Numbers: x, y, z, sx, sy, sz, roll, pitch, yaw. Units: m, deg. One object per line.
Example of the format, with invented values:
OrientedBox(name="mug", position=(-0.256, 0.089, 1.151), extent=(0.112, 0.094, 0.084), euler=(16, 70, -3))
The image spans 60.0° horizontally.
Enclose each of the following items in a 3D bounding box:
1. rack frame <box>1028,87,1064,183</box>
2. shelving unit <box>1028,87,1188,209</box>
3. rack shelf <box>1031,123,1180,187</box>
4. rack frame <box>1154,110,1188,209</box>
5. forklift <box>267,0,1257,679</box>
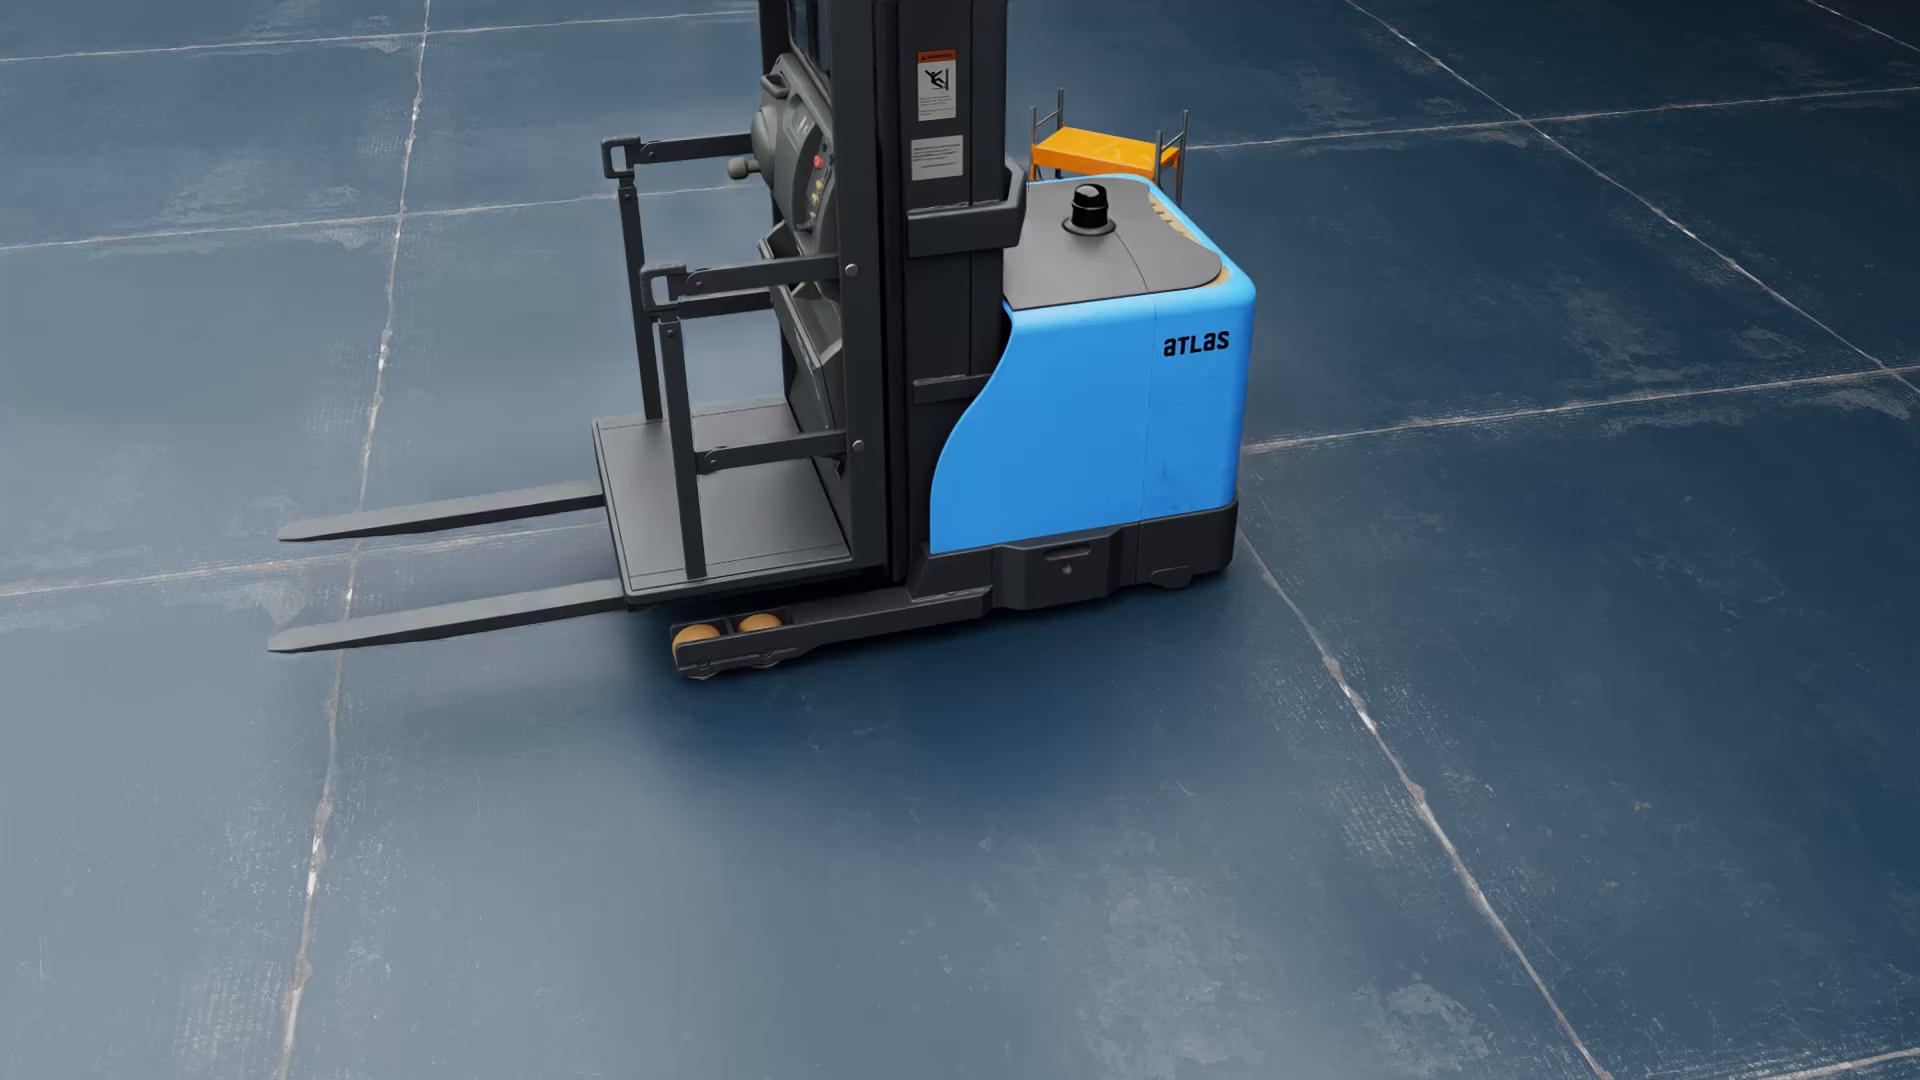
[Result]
OrientedBox(name="rack frame", position=(0.313, -1.089, 6.296), extent=(0.015, 1.200, 0.240), euler=(17, 38, 24))
OrientedBox(name="shelving unit", position=(0.525, -1.022, 6.197), extent=(0.503, 1.200, 0.258), euler=(17, 38, 24))
OrientedBox(name="rack shelf", position=(0.525, -1.349, 5.977), extent=(0.480, 0.148, 0.258), euler=(17, 38, 24))
OrientedBox(name="rack frame", position=(0.738, -0.956, 6.097), extent=(0.015, 1.200, 0.240), euler=(17, 38, 24))
OrientedBox(name="forklift", position=(-0.666, -1.119, 4.787), extent=(3.031, 2.935, 1.130), euler=(-9, 35, -13))
